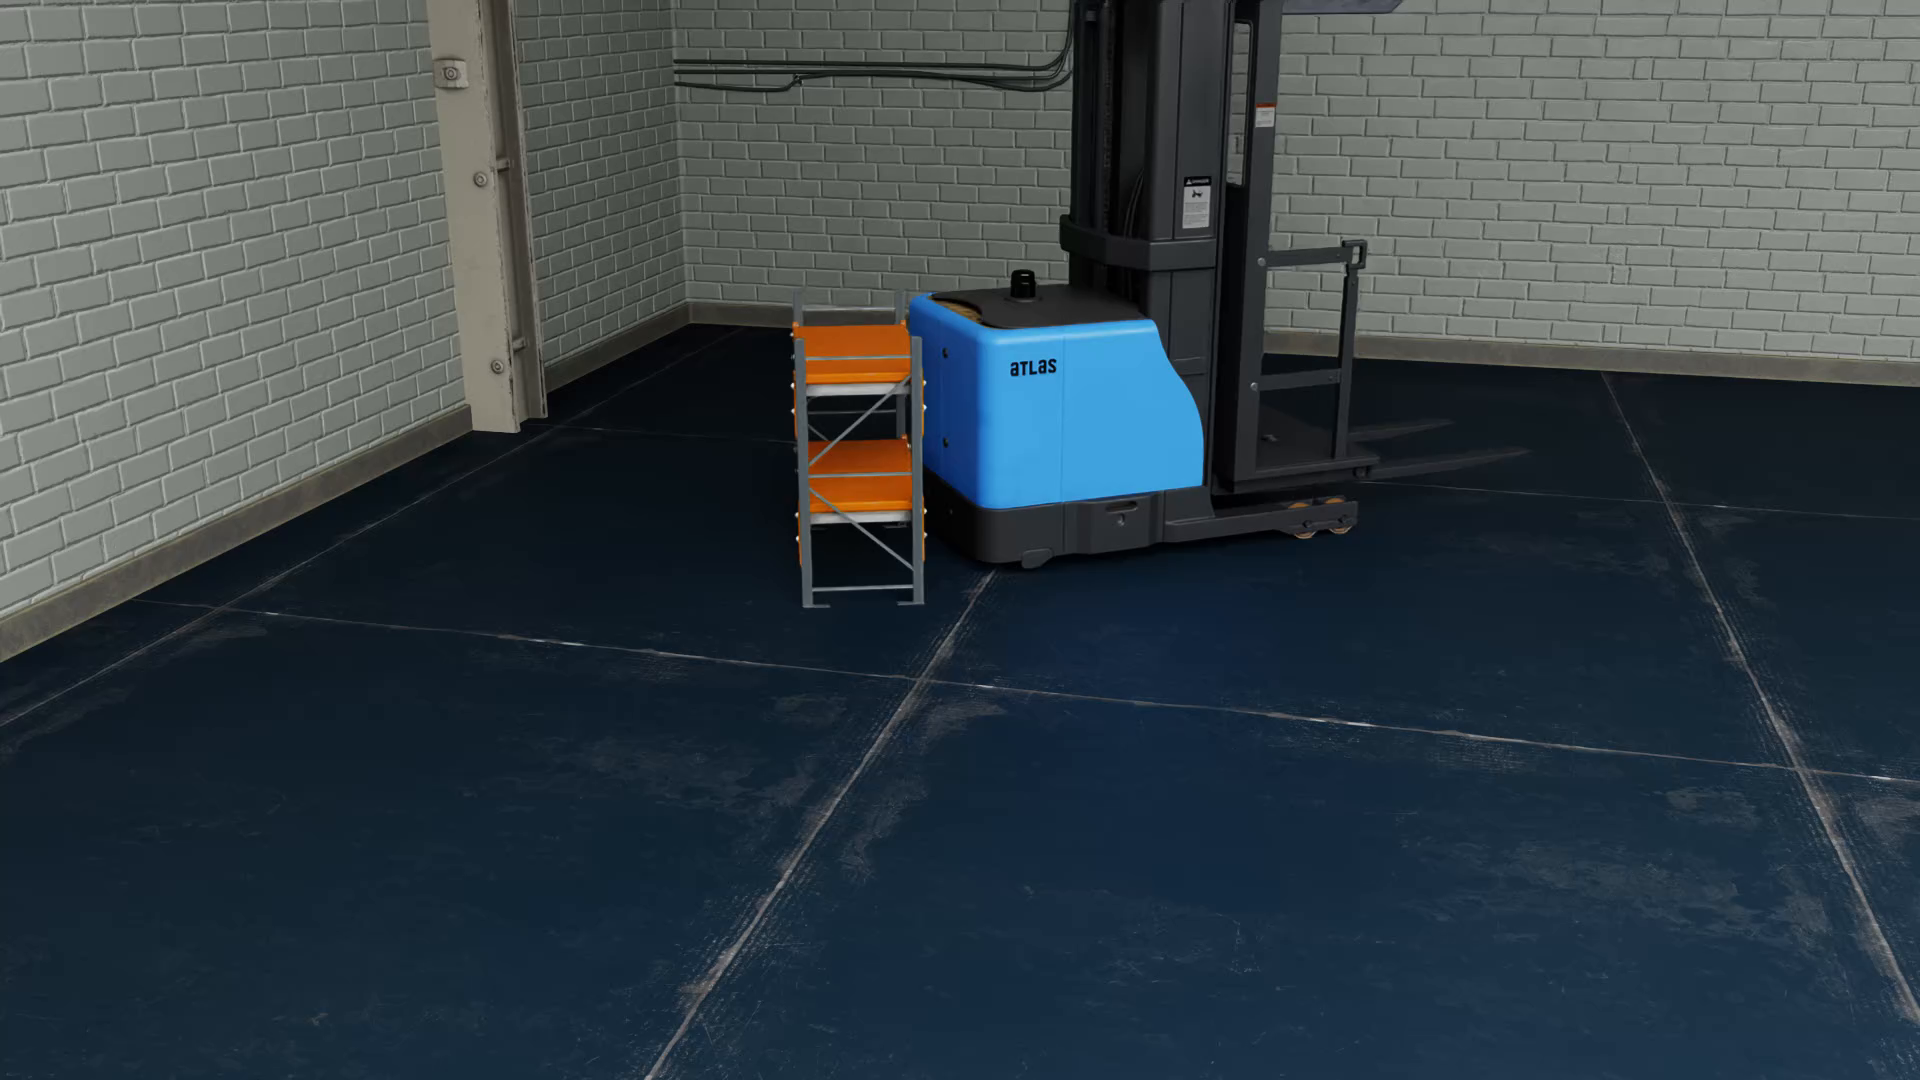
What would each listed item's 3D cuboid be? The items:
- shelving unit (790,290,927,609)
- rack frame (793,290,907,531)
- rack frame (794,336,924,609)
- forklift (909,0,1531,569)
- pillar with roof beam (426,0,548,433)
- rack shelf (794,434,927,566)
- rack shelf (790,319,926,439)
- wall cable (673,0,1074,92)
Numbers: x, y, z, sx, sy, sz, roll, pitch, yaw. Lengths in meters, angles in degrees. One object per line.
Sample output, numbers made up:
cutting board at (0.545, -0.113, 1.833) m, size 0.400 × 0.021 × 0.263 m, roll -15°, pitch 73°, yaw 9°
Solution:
shelving unit at (-0.451, -0.424, 7.189) m, size 0.538 × 1.125 × 1.048 m, roll -2°, pitch 19°, yaw -5°
rack frame at (-0.502, -0.588, 7.668) m, size 0.500 × 1.125 × 0.032 m, roll -2°, pitch 19°, yaw -5°
rack frame at (-0.401, -0.261, 6.710) m, size 0.500 × 1.125 × 0.032 m, roll -2°, pitch 19°, yaw -5°
forklift at (1.321, -1.543, 7.669) m, size 3.031 × 2.935 × 1.130 m, roll -7°, pitch 20°, yaw -20°
pillar with roof beam at (1.545, -4.602, 7.239) m, size 9.100 × 9.000 × 0.400 m, roll 5°, pitch 19°, yaw 13°
rack shelf at (-0.451, -0.193, 7.268) m, size 0.538 × 0.278 × 1.000 m, roll -2°, pitch 19°, yaw -5°
rack shelf at (-0.451, -0.701, 7.094) m, size 0.538 × 0.278 × 1.000 m, roll -2°, pitch 19°, yaw -5°
wall cable at (-0.628, -4.291, 11.133) m, size 3.097 × 2.526 × 0.112 m, roll 5°, pitch 19°, yaw 13°
